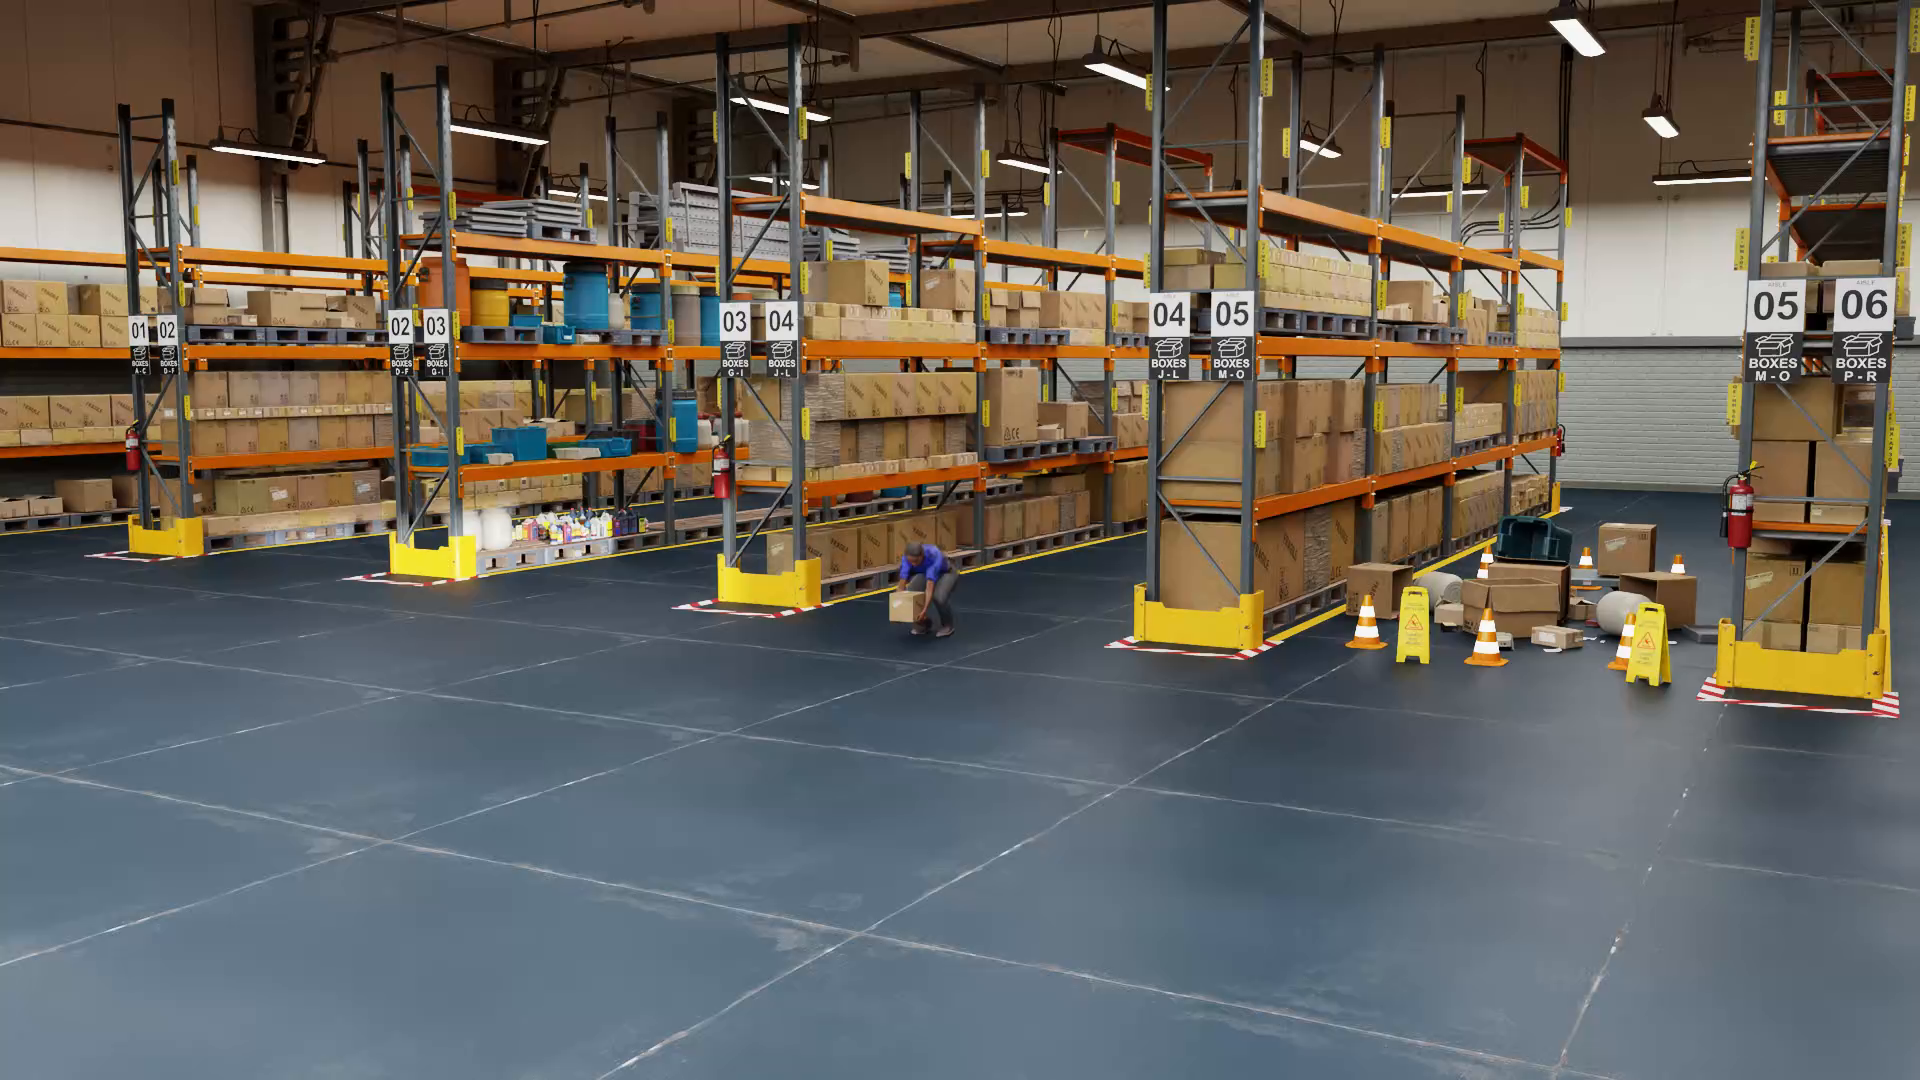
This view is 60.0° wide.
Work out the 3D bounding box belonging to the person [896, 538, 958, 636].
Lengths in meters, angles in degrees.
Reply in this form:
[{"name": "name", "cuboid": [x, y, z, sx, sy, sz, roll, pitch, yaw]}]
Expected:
[{"name": "person", "cuboid": [-0.319, 0.435, 15.629, 0.471, 0.958, 0.855, 3, 7, 26]}]
